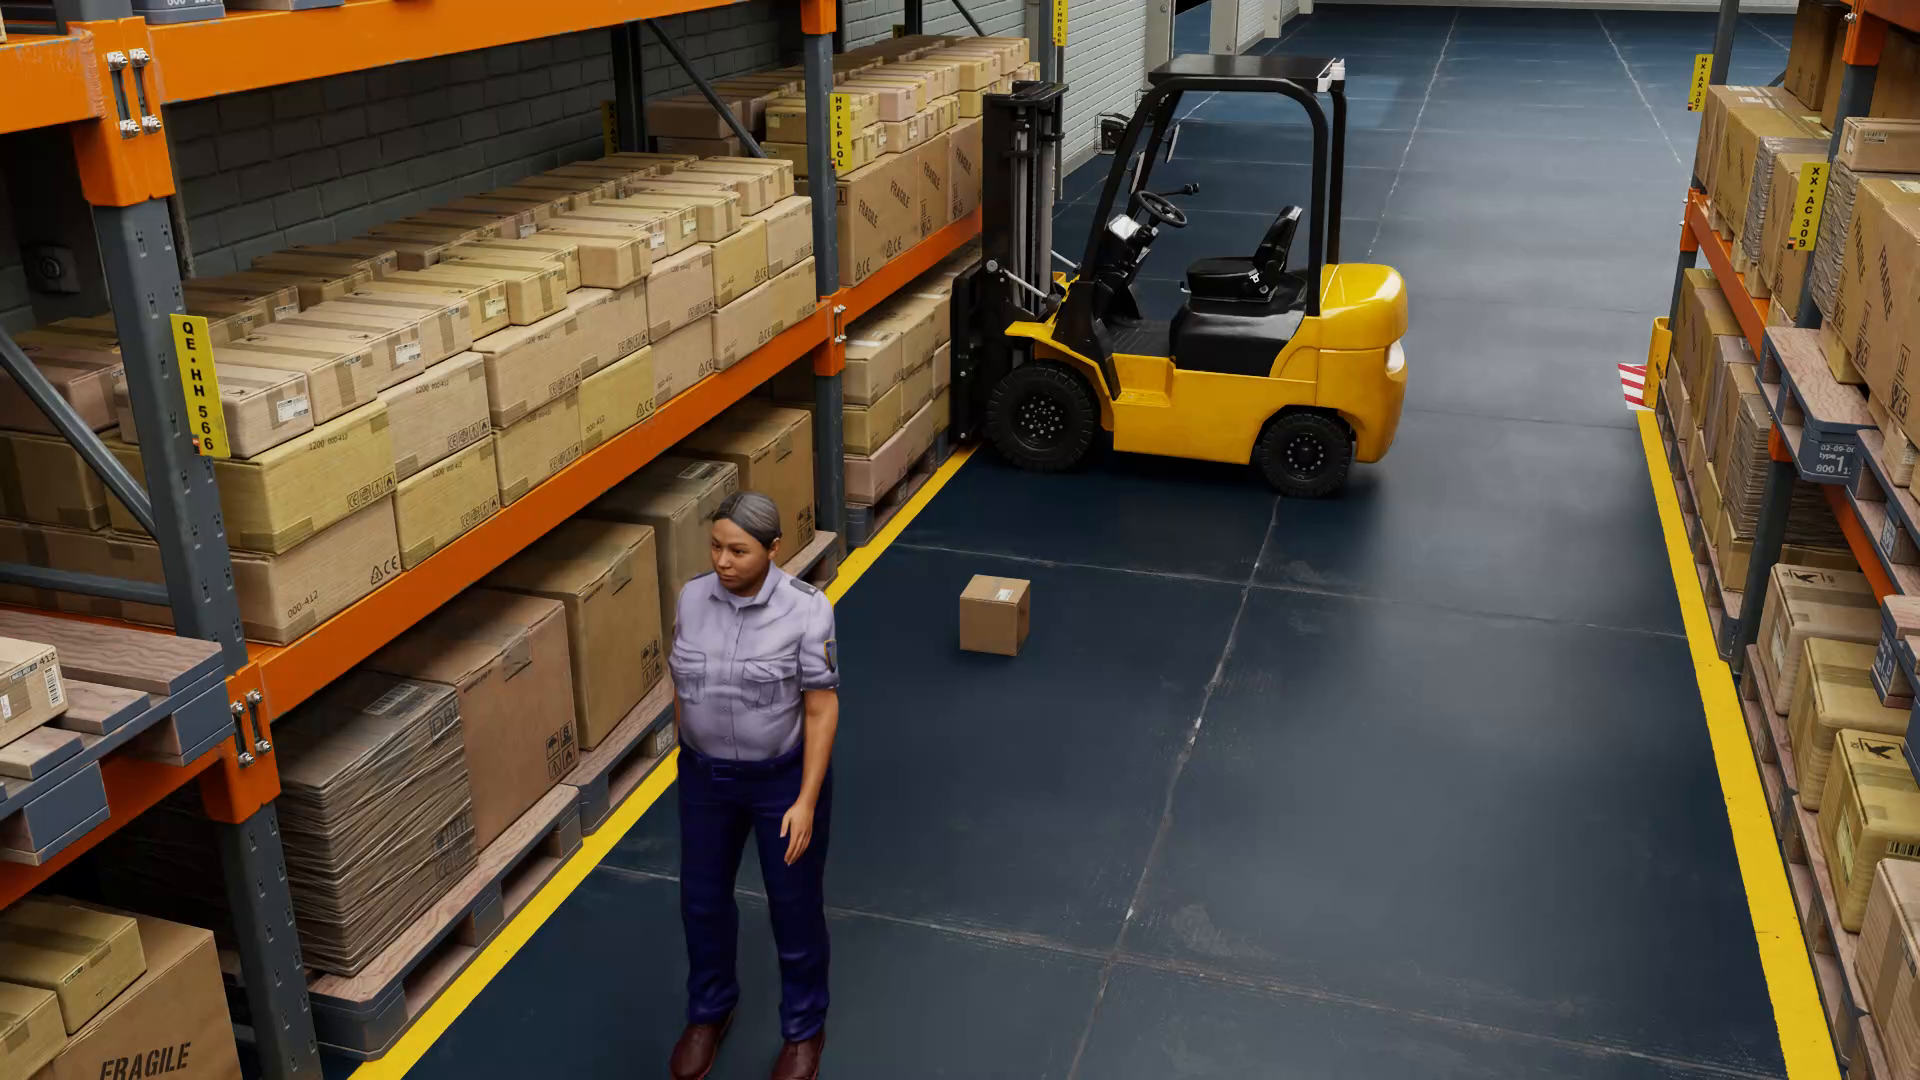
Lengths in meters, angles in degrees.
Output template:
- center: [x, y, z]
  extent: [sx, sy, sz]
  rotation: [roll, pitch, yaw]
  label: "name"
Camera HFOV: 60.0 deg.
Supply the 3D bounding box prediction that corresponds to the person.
- center: [-0.559, 0.678, 4.417]
  extent: [0.493, 1.672, 0.437]
  rotation: [6, 23, 13]
  label: "person"
